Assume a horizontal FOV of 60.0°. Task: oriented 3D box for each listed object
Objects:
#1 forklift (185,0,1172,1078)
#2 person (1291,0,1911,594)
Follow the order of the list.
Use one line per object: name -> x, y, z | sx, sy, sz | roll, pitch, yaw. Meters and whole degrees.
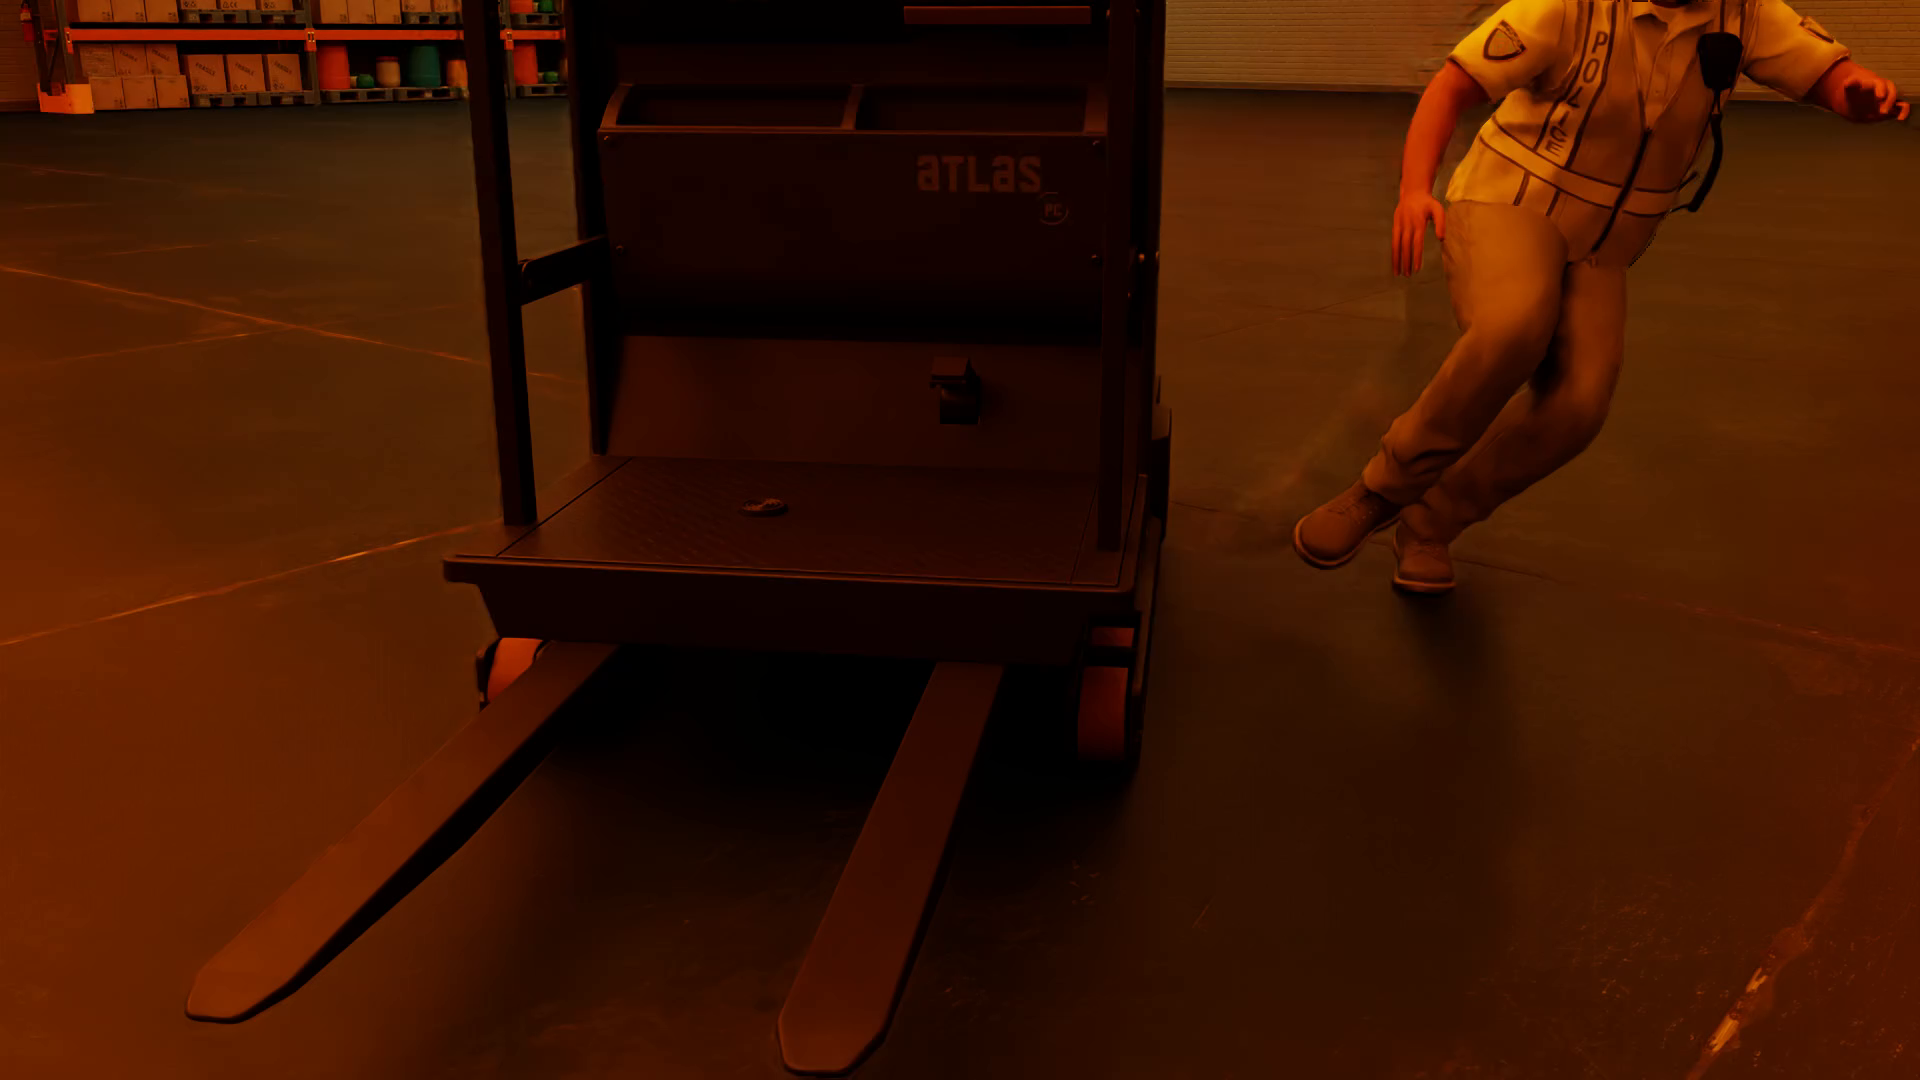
forklift -> -0.213, -1.143, 2.662 | 1.130, 2.935, 3.031 | 2, 17, 8
person -> 1.239, -0.590, 3.329 | 1.080, 1.512, 0.953 | -5, 18, -16
